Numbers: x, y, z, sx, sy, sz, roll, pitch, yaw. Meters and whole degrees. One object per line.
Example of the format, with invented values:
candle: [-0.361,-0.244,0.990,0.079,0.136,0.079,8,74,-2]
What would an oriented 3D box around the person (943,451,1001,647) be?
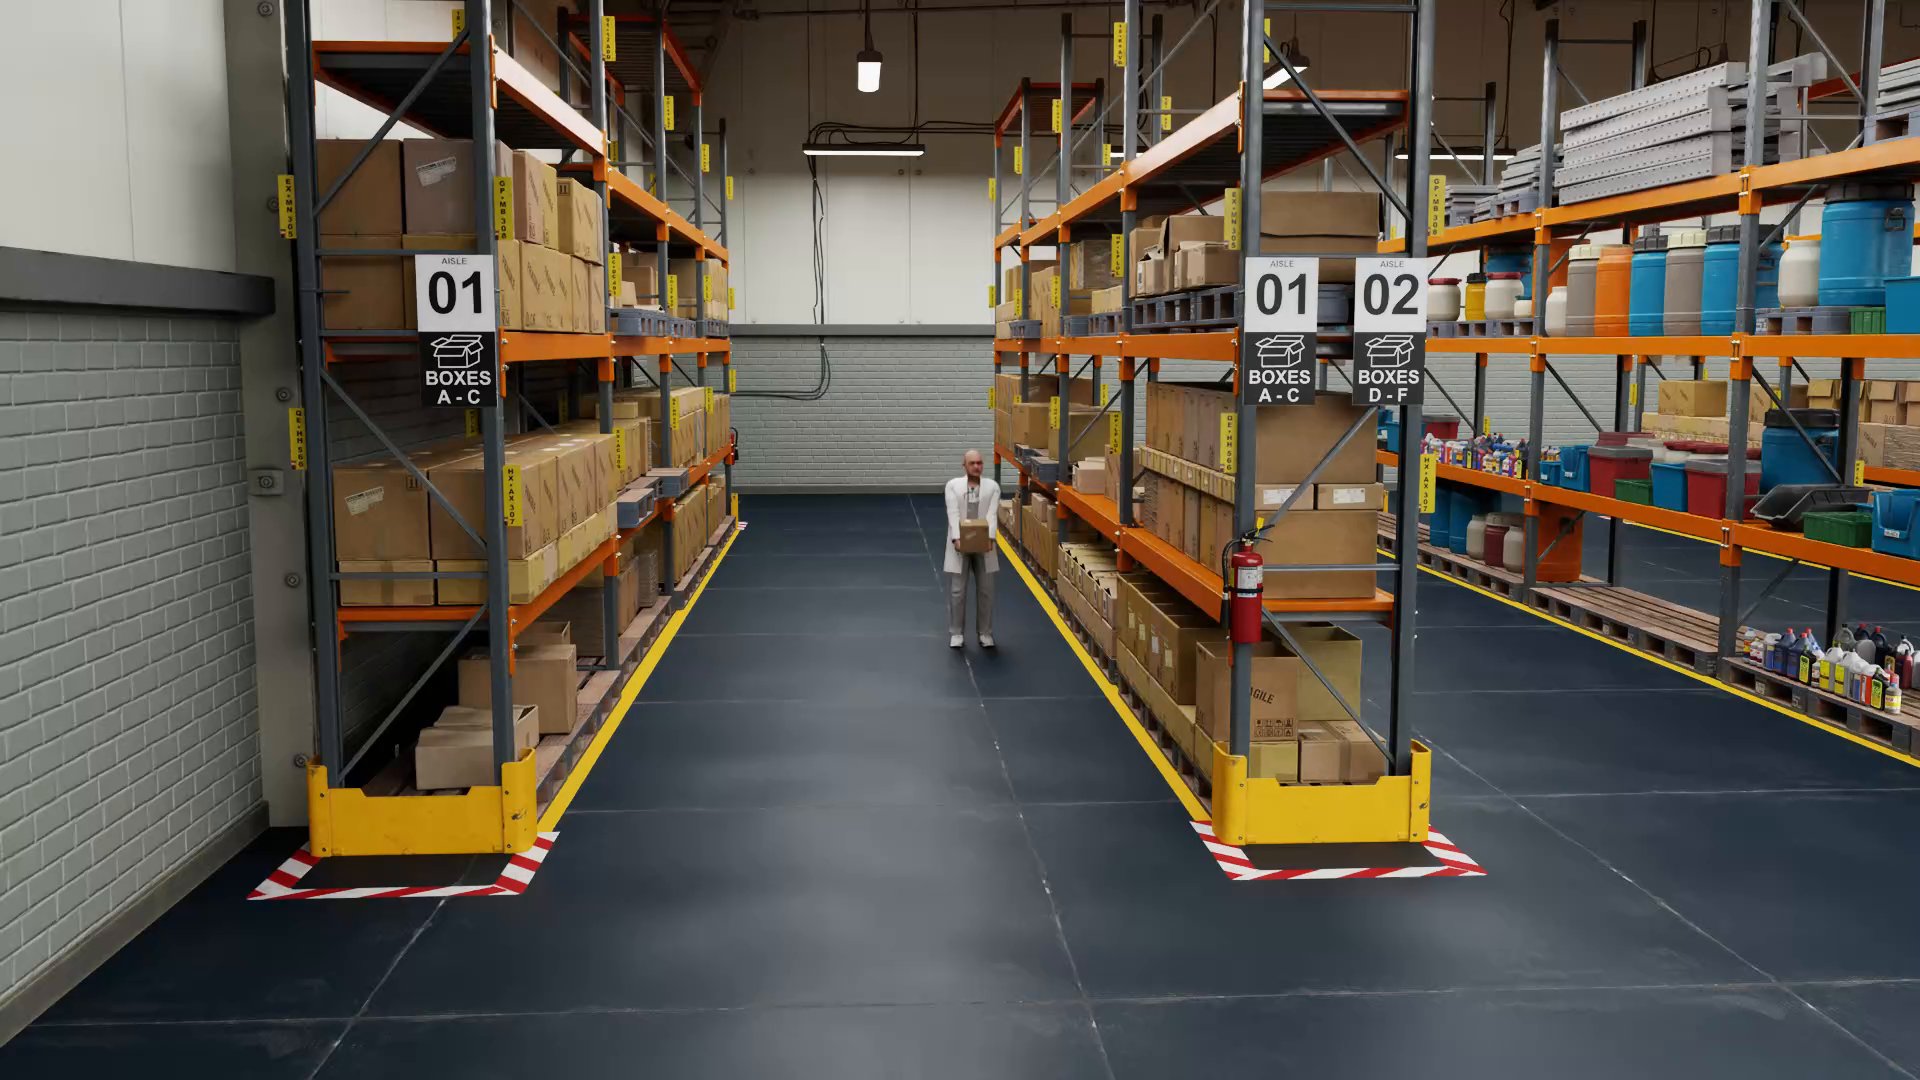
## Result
person: [0.115,0.087,15.064,0.527,1.777,0.551,-1,7,-5]
